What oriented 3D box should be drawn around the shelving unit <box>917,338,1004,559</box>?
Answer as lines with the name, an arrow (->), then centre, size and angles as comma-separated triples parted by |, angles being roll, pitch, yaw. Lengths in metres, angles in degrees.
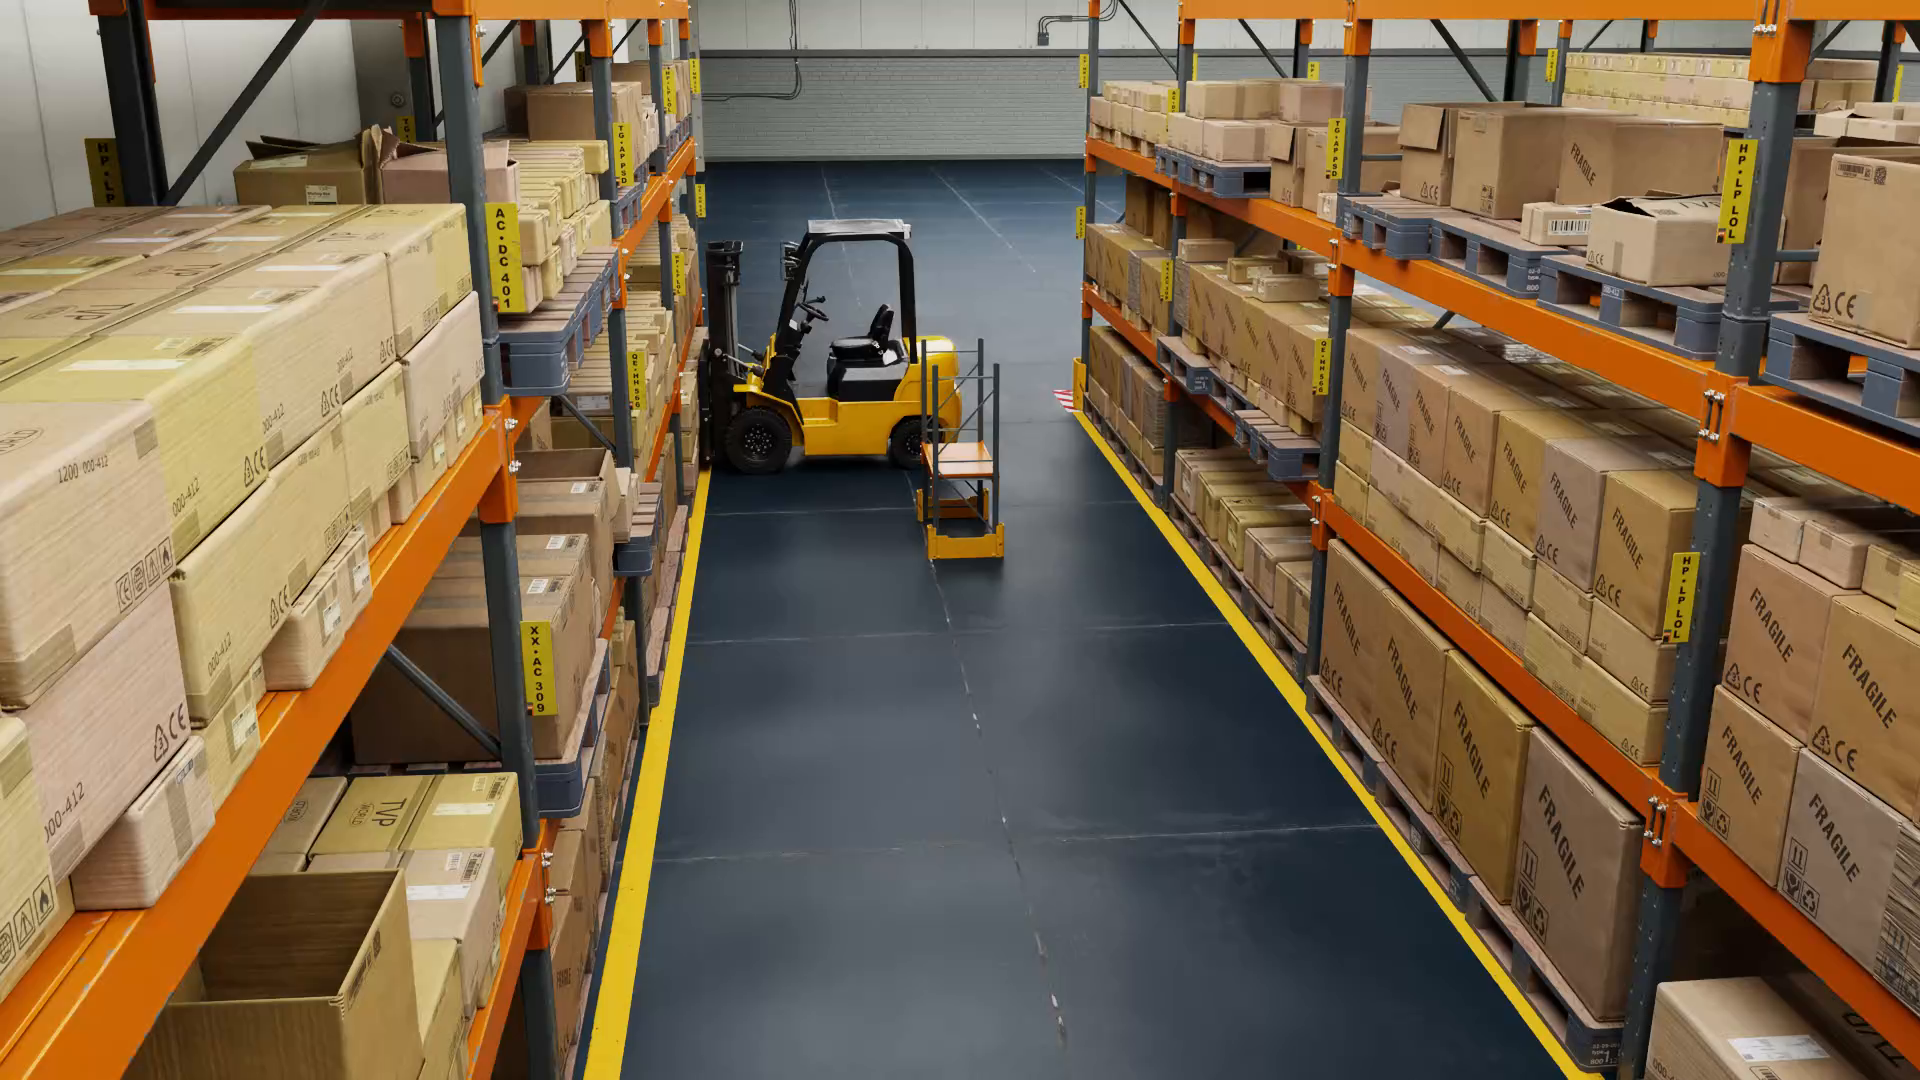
shelving unit -> -0.008, -0.738, 13.025 | 0.587, 1.500, 1.083 | -2, 18, -6

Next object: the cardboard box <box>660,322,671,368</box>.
cardboard box -> -2.369, -1.410, 12.076 | 0.500, 0.250, 0.500 | -2, 18, -7

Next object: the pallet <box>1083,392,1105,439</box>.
pallet -> 1.846, -1.284, 16.916 | 1.003, 0.211, 1.213 | -2, 18, -6

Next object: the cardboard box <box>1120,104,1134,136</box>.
cardboard box -> 1.730, -3.767, 14.915 | 0.500, 0.250, 0.500 | -1, 17, -4

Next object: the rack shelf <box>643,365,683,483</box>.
rack shelf -> -2.528, -0.595, 11.266 | 1.077, 0.370, 4.000 | -2, 18, -6

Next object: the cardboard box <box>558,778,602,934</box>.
cardboard box -> -1.847, 1.383, 7.236 | 0.500, 0.500, 0.500 | -2, 18, -7

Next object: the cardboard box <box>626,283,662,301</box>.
cardboard box -> -2.506, -1.995, 13.273 | 0.380, 0.149, 0.250 | -2, 18, -7

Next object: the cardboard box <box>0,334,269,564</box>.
cardboard box -> -1.392, -0.140, 2.528 | 0.500, 0.250, 0.500 | -2, 18, -6

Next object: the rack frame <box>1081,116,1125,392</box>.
rack frame -> 1.790, -2.881, 17.345 | 1.000, 3.000, 0.127 | -2, 18, -6

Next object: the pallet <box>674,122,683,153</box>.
pallet -> -2.971, -3.539, 14.583 | 1.003, 0.211, 1.213 | -2, 18, -6

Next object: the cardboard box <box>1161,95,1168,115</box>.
cardboard box -> 1.849, -3.543, 13.536 | 0.380, 0.149, 0.250 | -2, 18, -7

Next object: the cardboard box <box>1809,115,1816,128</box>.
cardboard box -> 7.416, -3.550, 14.021 | 0.380, 0.149, 0.250 | -2, 18, -7

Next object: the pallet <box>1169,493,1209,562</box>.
pallet -> 2.284, -0.127, 13.228 | 1.003, 0.211, 1.213 | -2, 18, -6

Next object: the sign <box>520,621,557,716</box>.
sign -> -1.371, 0.417, 5.396 | 0.100, 0.325, 0.005 | -2, 18, -6

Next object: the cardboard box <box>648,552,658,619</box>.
cardboard box -> -2.448, 0.209, 10.766 | 0.875, 0.625, 0.625 | -1, 17, -4

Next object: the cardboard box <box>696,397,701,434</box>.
cardboard box -> -2.572, -1.115, 14.776 | 0.500, 0.250, 0.500 | -2, 18, -6

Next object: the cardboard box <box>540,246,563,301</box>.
cardboard box -> -1.537, -0.890, 5.547 | 0.380, 0.149, 0.250 | -2, 17, -5

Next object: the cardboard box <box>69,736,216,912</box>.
cardboard box -> -1.284, 0.396, 2.320 | 0.380, 0.149, 0.250 | -1, 17, -4

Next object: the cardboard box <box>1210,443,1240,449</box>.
cardboard box -> 2.410, -0.761, 14.484 | 0.500, 0.250, 0.500 | -3, 18, -8

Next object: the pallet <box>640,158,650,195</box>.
pallet -> -2.631, -2.612, 11.800 | 0.805, 0.209, 1.217 | -2, 18, -8

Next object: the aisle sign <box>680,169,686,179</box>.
aisle sign -> -2.862, -3.995, 16.555 | 0.394, 0.787, 0.004 | -2, 18, -6

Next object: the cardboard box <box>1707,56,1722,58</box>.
cardboard box -> 7.232, -4.459, 15.585 | 0.380, 0.149, 0.250 | -2, 18, -5

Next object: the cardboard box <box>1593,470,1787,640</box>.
cardboard box -> 2.732, 0.045, 6.191 | 0.500, 0.500, 0.500 | -1, 17, -4

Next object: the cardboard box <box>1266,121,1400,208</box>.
cardboard box -> 2.429, -2.431, 10.733 | 0.797, 0.503, 0.637 | -2, 18, -6

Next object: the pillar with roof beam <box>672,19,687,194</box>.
pillar with roof beam -> -2.165, -12.637, 38.404 | 9.100, 9.000, 0.400 | -2, 18, -6

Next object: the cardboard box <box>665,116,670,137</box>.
cardboard box -> -2.479, -3.237, 13.023 | 0.380, 0.149, 0.250 | -1, 17, -4

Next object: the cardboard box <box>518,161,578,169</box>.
cardboard box -> -1.858, -1.555, 7.201 | 0.380, 0.149, 0.250 | -2, 18, -5

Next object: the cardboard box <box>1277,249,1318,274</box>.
cardboard box -> 2.559, -2.053, 12.260 | 0.380, 0.149, 0.250 | -2, 18, -7

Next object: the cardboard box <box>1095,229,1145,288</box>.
cardboard box -> 1.619, -2.766, 16.317 | 0.500, 0.500, 0.500 | -1, 17, -4

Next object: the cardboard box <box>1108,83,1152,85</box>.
cardboard box -> 1.630, -4.309, 15.975 | 0.380, 0.149, 0.250 | -2, 18, -6

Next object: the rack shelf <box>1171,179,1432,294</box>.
rack shelf -> 2.409, -2.181, 11.309 | 1.077, 0.370, 4.000 | -2, 18, -6

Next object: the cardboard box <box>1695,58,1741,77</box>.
cardboard box -> 6.684, -4.135, 14.554 | 0.380, 0.149, 0.250 | -1, 17, -5

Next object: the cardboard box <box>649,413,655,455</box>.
cardboard box -> -2.232, -0.714, 10.694 | 0.500, 0.250, 0.500 | -2, 18, -7

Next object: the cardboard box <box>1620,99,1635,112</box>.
cardboard box -> 6.550, -4.135, 15.884 | 0.380, 0.149, 0.250 | -2, 18, -6

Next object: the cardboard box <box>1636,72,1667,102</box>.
cardboard box -> 6.655, -4.210, 15.459 | 0.500, 0.250, 0.500 | -2, 18, -6

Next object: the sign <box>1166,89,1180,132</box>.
sign -> 1.663, -3.348, 12.961 | 0.100, 0.325, 0.005 | -2, 18, -6

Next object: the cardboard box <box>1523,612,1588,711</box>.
cardboard box -> 2.679, 0.489, 6.863 | 0.500, 0.250, 0.500 | -2, 18, -6

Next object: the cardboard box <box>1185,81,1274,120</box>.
cardboard box -> 1.925, -3.153, 11.918 | 0.500, 0.250, 0.500 | -2, 18, -7

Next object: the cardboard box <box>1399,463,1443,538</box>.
cardboard box -> 2.513, -0.203, 8.230 | 0.500, 0.250, 0.500 | -2, 18, -6

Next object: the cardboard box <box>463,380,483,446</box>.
cardboard box -> -1.579, -0.364, 4.741 | 0.380, 0.149, 0.250 | -2, 18, -6

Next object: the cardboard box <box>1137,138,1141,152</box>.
cardboard box -> 1.802, -3.548, 14.883 | 0.380, 0.149, 0.250 | -2, 18, -6

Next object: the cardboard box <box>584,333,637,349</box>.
cardboard box -> -2.328, -1.263, 10.941 | 0.380, 0.149, 0.250 | -2, 18, -6

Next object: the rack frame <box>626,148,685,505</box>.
rack frame -> -2.735, -1.534, 13.057 | 1.000, 3.000, 0.127 | -2, 18, -6

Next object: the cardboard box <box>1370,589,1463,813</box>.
cardboard box -> 2.691, 0.790, 8.497 | 0.875, 0.875, 0.875 | -2, 17, -5

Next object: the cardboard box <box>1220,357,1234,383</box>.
cardboard box -> 2.052, -1.206, 11.728 | 0.380, 0.149, 0.250 | -1, 17, -4

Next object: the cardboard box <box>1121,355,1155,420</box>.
cardboard box -> 1.766, -1.407, 15.287 | 0.500, 0.500, 0.500 | -1, 17, -3

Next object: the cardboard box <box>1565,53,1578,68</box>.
cardboard box -> 6.421, -4.894, 16.971 | 0.380, 0.149, 0.250 | -2, 17, -5

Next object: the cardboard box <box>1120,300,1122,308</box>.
cardboard box -> 1.733, -2.267, 15.809 | 0.380, 0.149, 0.250 | -1, 17, -4

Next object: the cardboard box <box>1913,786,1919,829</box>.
cardboard box -> 2.923, 0.623, 4.349 | 0.500, 0.500, 0.500 | -1, 17, -5

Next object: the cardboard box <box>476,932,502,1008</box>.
cardboard box -> -1.526, 1.210, 4.735 | 0.380, 0.149, 0.250 | -1, 17, -4

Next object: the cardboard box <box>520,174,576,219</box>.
cardboard box -> -1.705, -1.336, 6.473 | 0.380, 0.149, 0.250 | -2, 18, -5

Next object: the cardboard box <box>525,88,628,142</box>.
cardboard box -> -2.154, -2.293, 9.430 | 0.500, 0.500, 0.500 | -2, 18, -5

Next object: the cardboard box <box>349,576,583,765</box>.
cardboard box -> -1.737, 0.450, 5.868 | 0.700, 0.500, 0.500 | -1, 17, -4

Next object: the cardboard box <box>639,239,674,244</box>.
cardboard box -> -2.684, -2.519, 14.446 | 0.380, 0.149, 0.250 | -2, 18, -6

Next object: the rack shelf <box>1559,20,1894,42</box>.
rack shelf -> 6.909, -4.796, 15.299 | 1.077, 0.370, 4.000 | -2, 18, -6

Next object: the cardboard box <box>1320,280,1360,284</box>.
cardboard box -> 2.578, -1.647, 12.050 | 0.500, 0.500, 0.500 | -1, 17, -4
